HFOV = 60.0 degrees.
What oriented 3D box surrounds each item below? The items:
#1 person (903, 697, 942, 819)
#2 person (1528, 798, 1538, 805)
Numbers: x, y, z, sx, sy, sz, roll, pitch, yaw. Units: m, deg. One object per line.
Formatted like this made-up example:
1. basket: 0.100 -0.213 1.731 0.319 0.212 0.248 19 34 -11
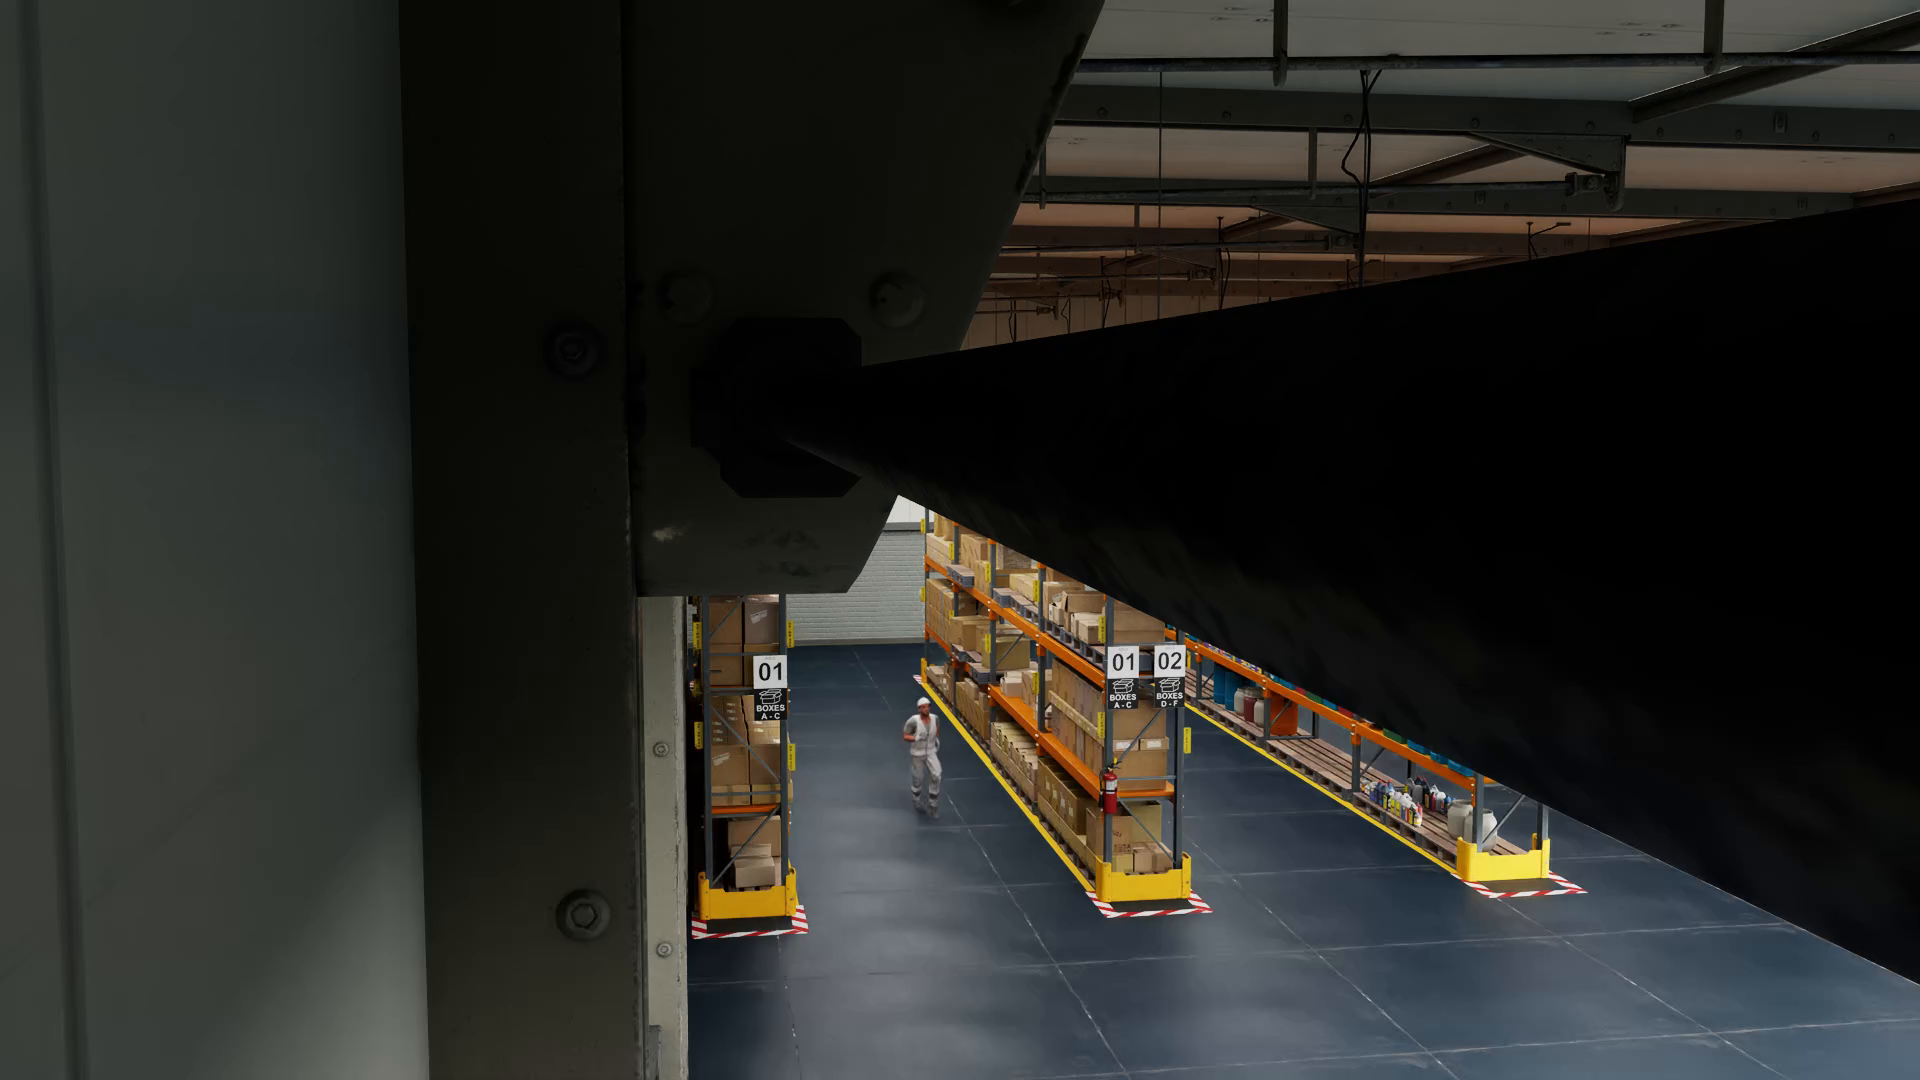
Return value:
1. person: -0.575 3.253 24.998 0.631 1.823 0.825 -2 5 -17
2. person: 8.963 3.296 25.630 0.615 1.606 0.645 -3 6 -28
